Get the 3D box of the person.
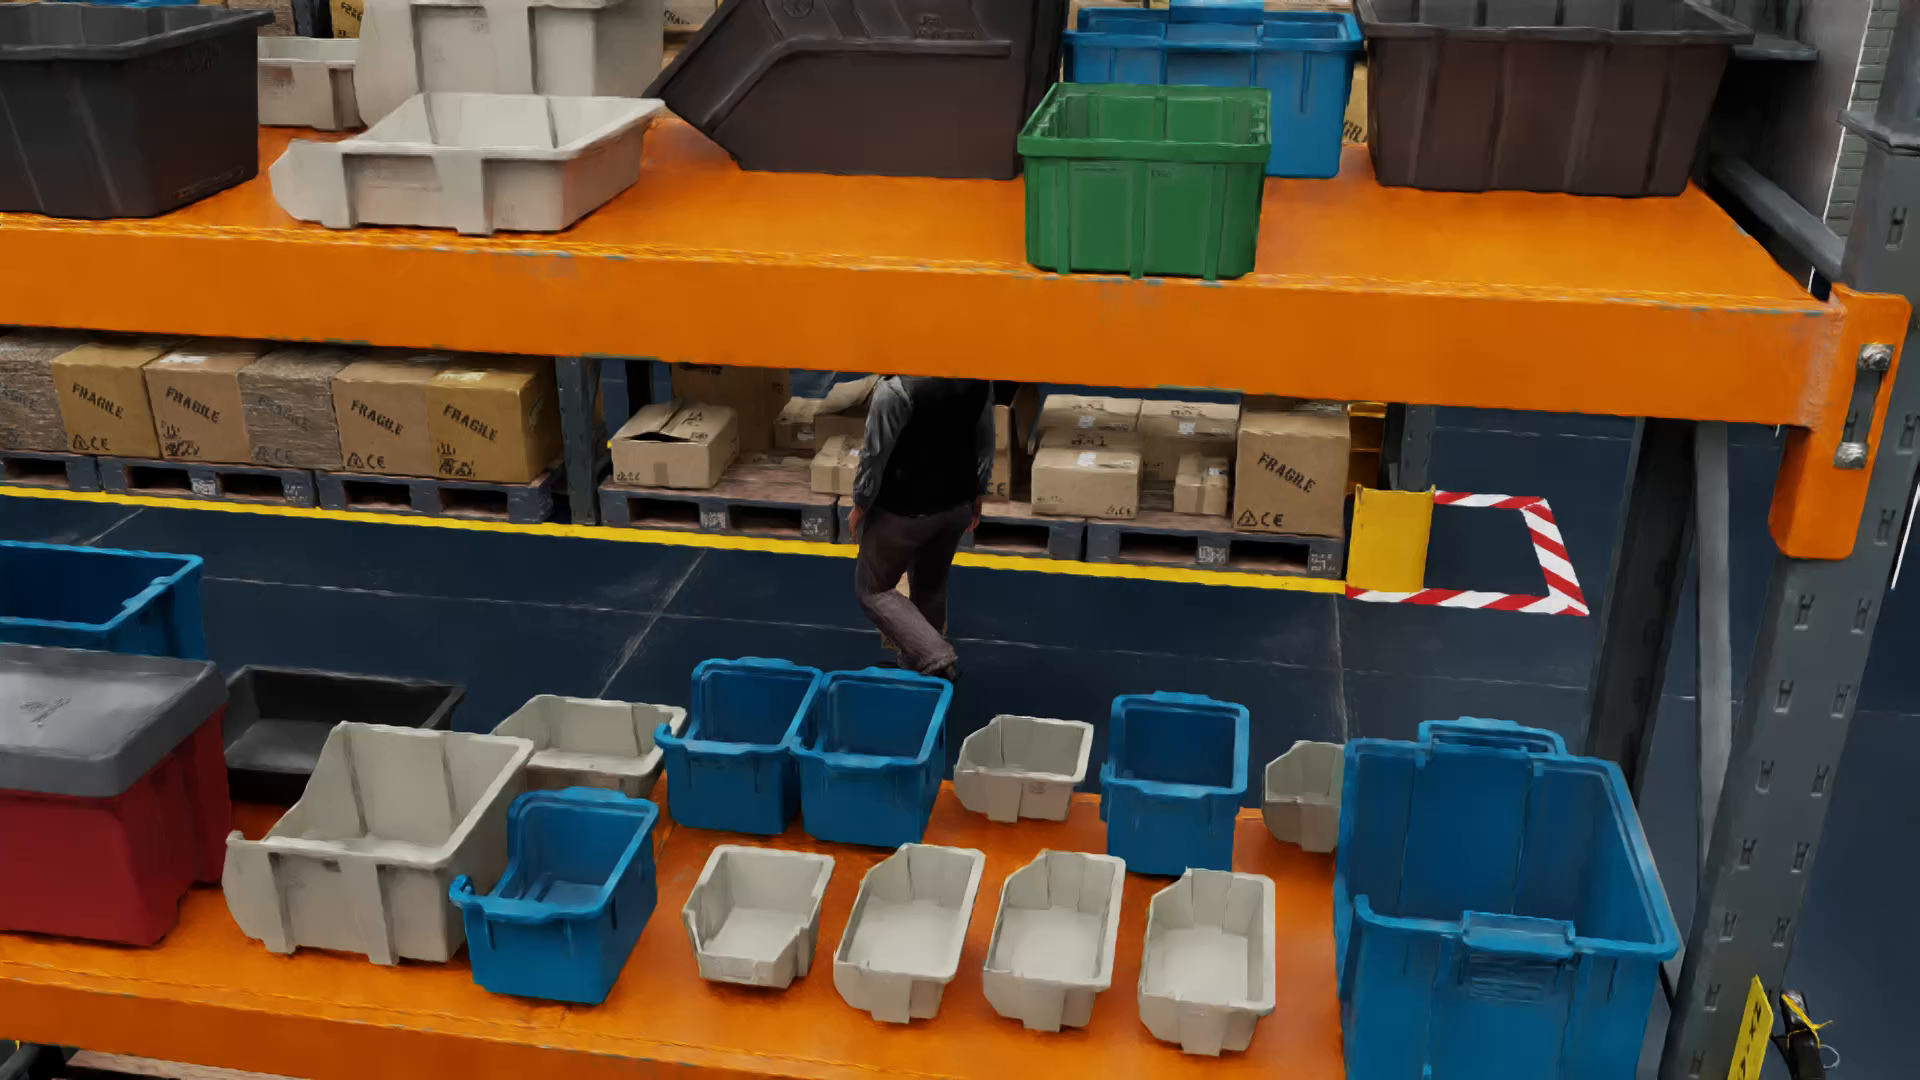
[{"bbox_3d":[-0.139,-0.124,6.398,0.563,1.725,0.692,-17,30,-33],"label":"person"}]
